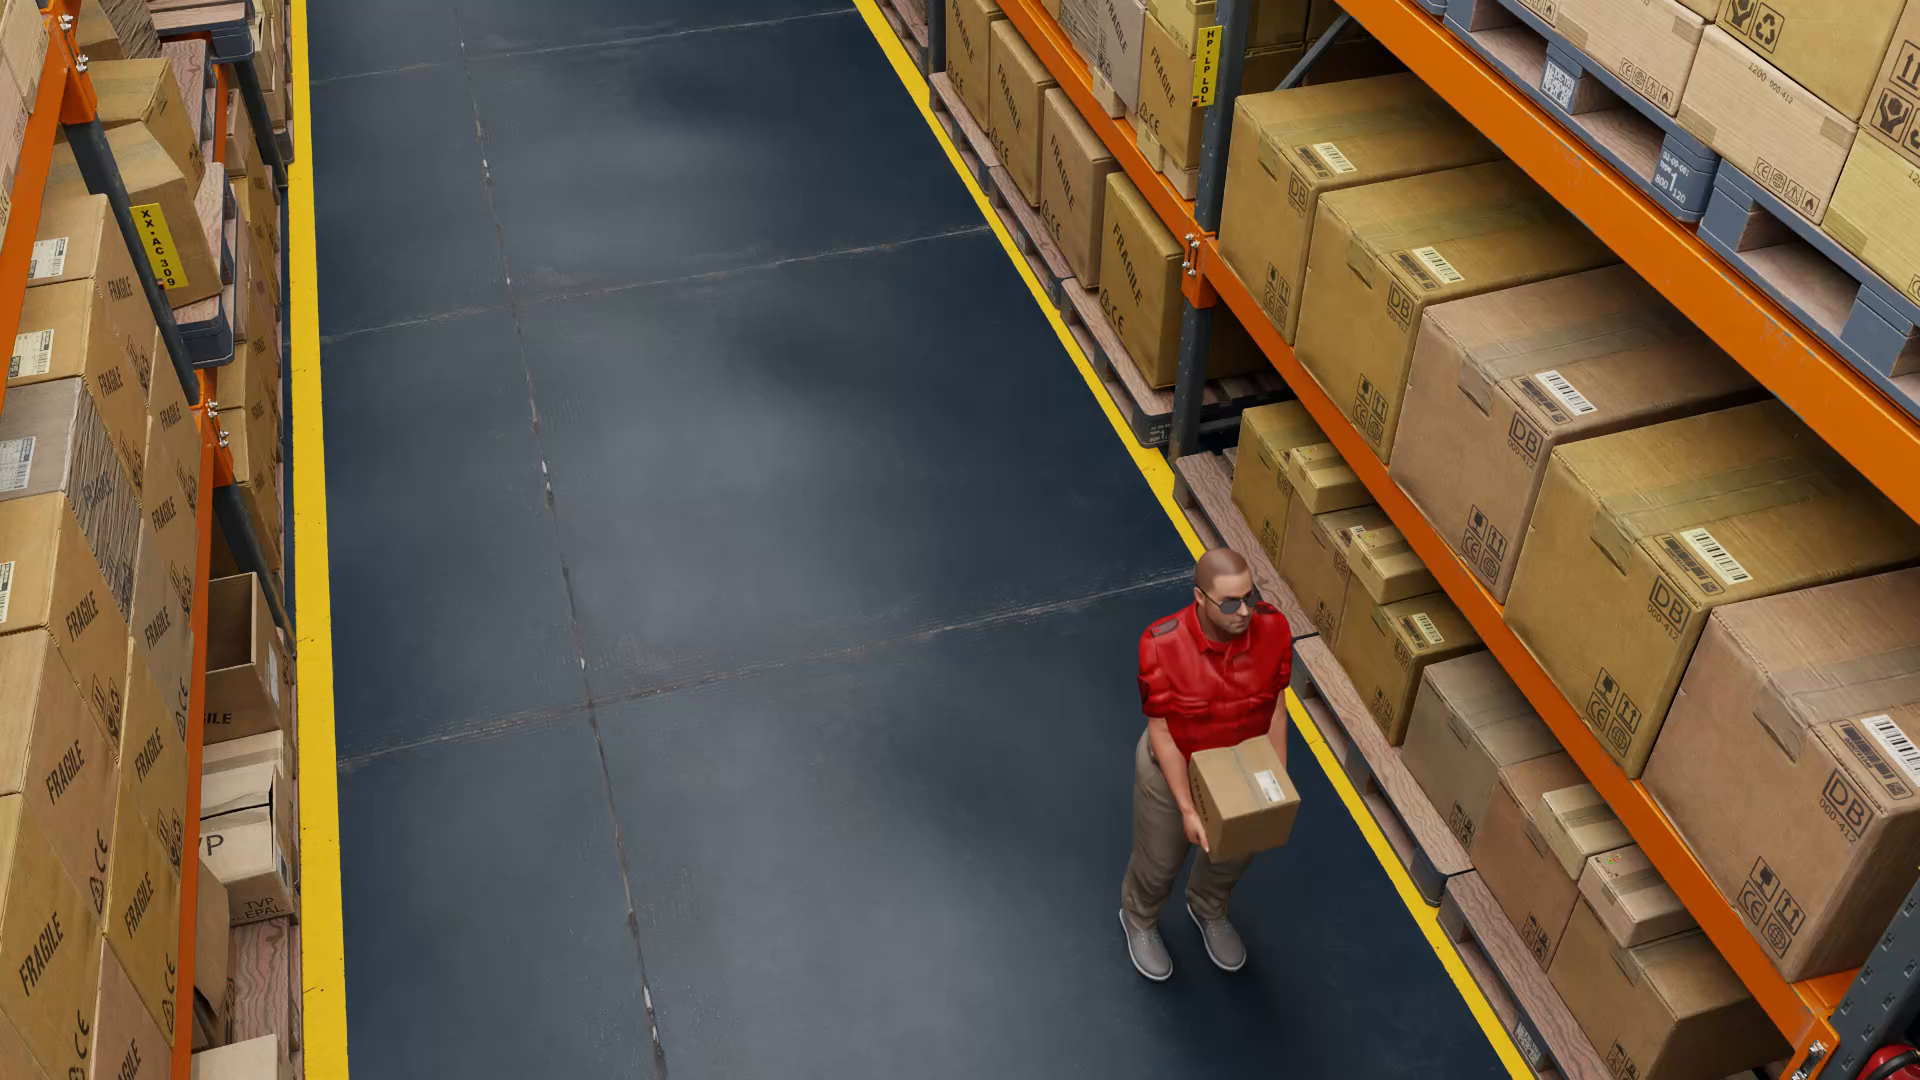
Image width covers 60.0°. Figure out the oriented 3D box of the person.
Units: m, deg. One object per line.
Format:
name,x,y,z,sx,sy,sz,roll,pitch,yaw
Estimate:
person,0.816,0.793,5.303,0.494,1.707,0.530,-12,43,-13
